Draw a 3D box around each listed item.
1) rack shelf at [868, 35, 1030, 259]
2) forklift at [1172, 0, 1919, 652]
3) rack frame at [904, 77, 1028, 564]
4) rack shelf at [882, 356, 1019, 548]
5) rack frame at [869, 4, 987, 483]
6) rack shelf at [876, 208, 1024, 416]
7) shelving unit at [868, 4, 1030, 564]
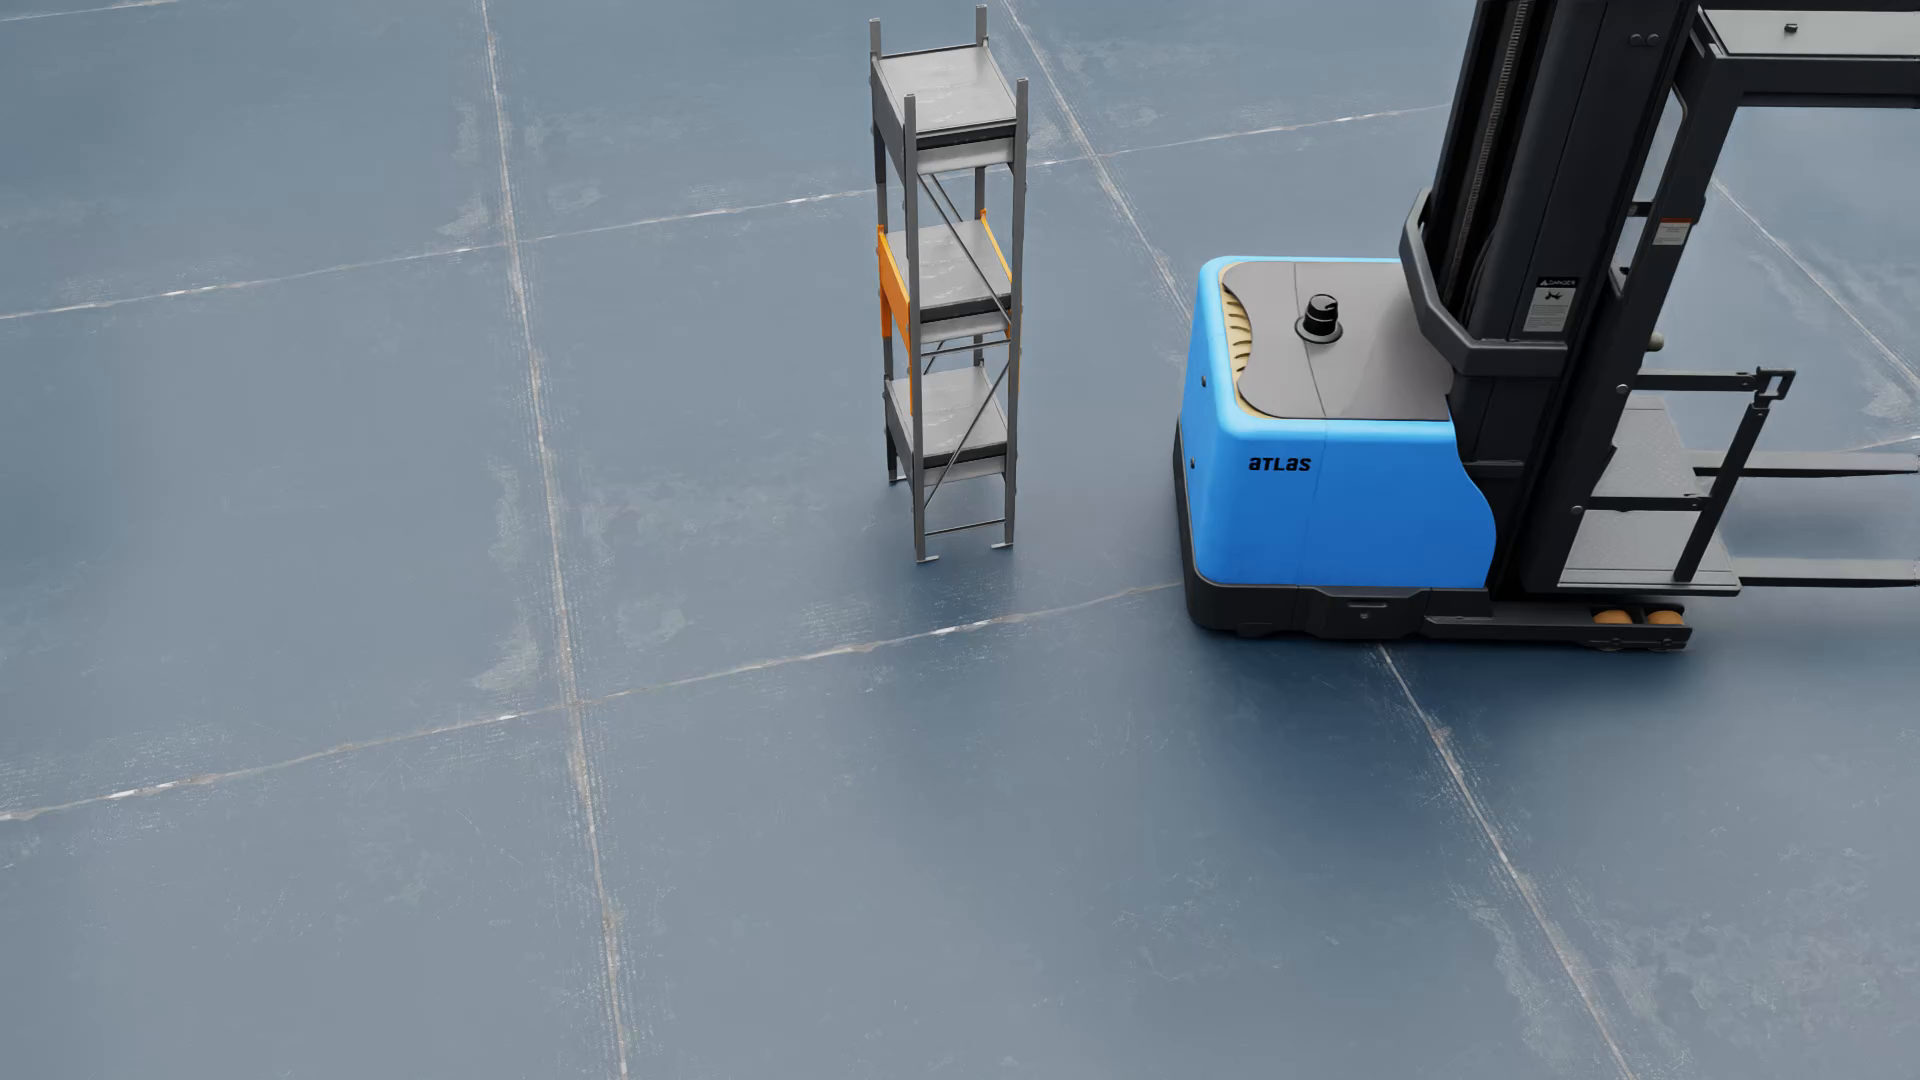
[{"bbox_3d":[-0.042,-1.330,5.622,0.431,0.518,0.480,-11,47,-10],"label":"rack shelf"},{"bbox_3d":[2.397,-0.988,5.666,3.031,2.935,1.130,1,46,1],"label":"forklift"},{"bbox_3d":[0.020,-0.681,5.947,0.400,2.100,0.015,-11,47,-10],"label":"rack frame"},{"bbox_3d":[-0.042,-0.350,6.622,0.431,0.518,0.480,-11,47,-10],"label":"rack shelf"},{"bbox_3d":[-0.105,-1.018,6.277,0.400,2.100,0.015,-11,47,-10],"label":"rack frame"},{"bbox_3d":[-0.042,-0.840,6.122,0.431,0.518,0.480,-11,47,-10],"label":"rack shelf"},{"bbox_3d":[-0.042,-0.849,6.112,0.431,2.100,0.503,-11,47,-10],"label":"shelving unit"}]
